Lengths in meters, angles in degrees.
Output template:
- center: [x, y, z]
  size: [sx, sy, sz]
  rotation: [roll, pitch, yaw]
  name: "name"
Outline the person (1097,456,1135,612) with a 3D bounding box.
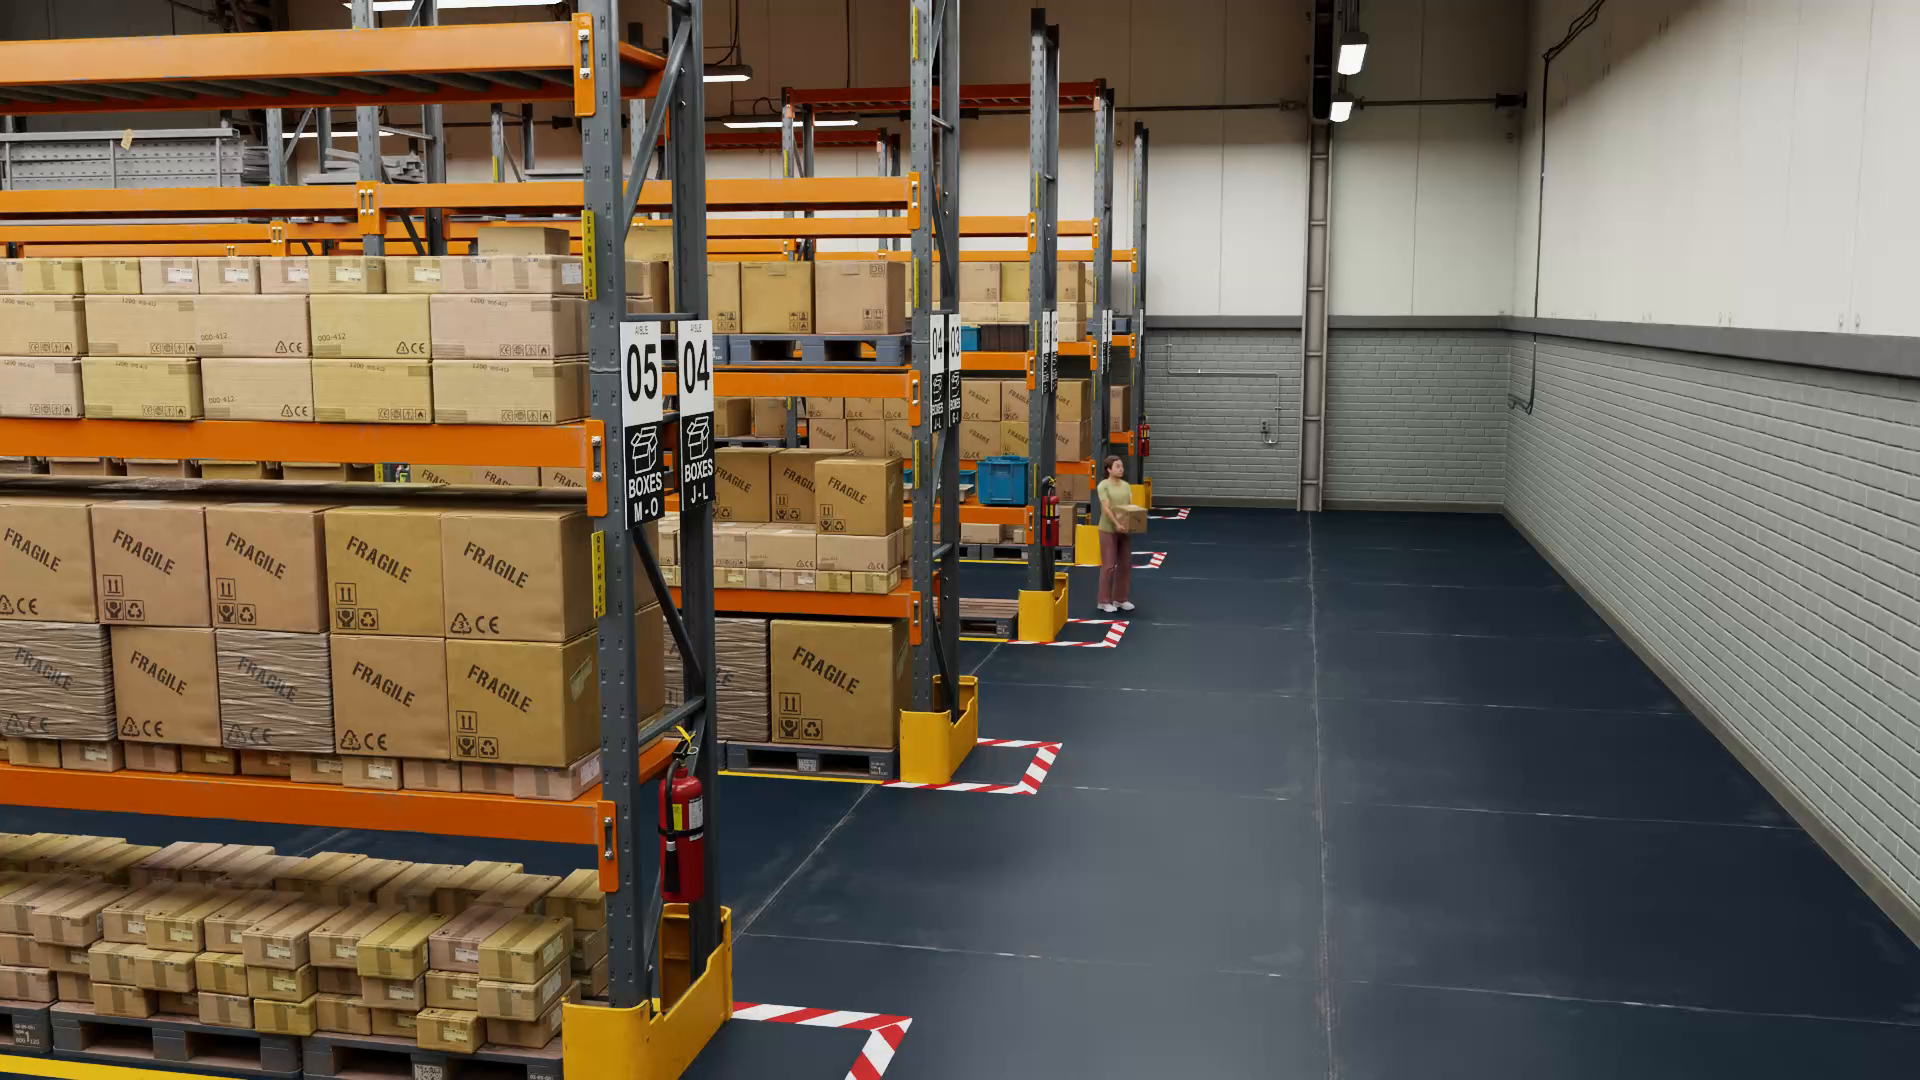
- center: [1.703, -0.065, 17.842]
  size: [0.425, 1.659, 0.559]
  rotation: [-5, 10, -32]
  name: "person"
